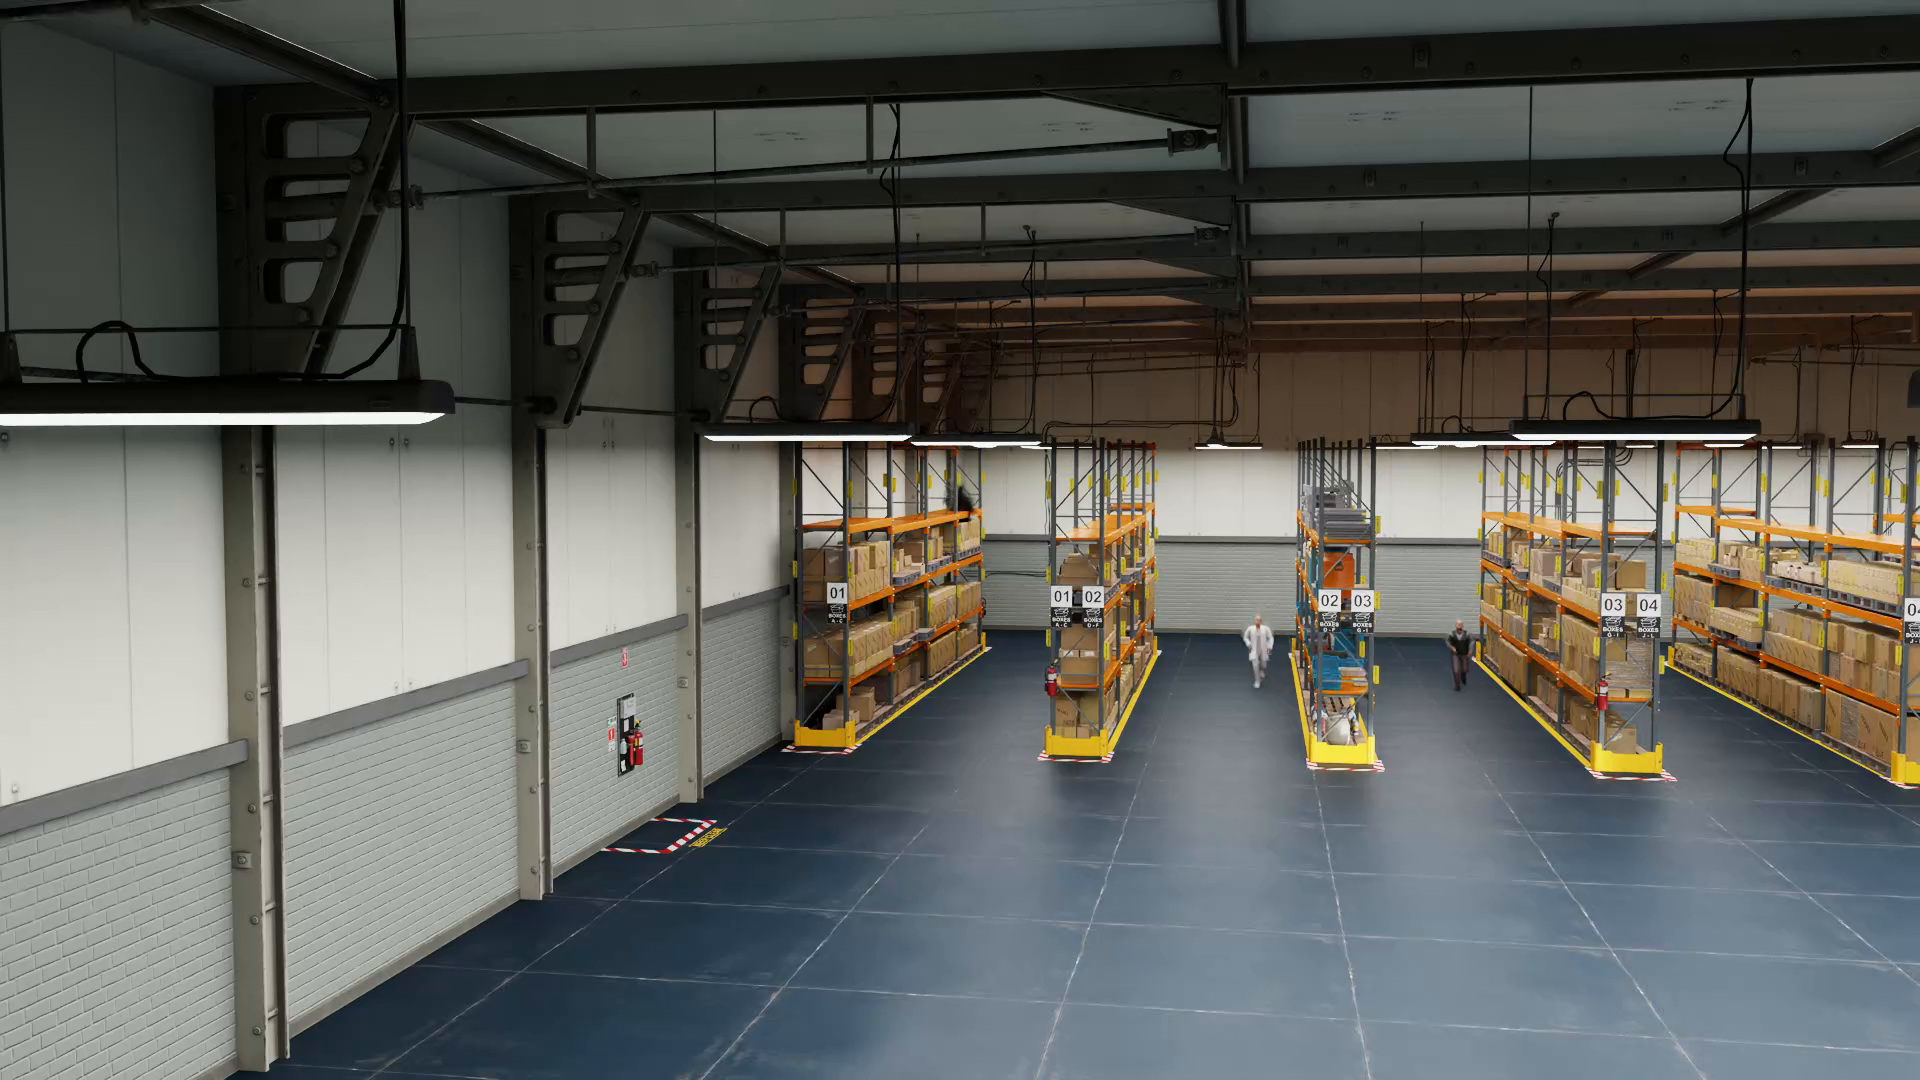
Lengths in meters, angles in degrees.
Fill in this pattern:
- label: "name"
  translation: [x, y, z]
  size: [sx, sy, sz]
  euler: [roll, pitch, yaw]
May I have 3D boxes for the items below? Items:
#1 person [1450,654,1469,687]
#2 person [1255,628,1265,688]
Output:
- label: "person"
  translation: [11.989, 3.141, 39.924]
  size: [0.418, 0.820, 0.501]
  euler: [1, 3, 13]
- label: "person"
  translation: [7.348, 2.835, 40.713]
  size: [0.310, 1.494, 0.716]
  euler: [0, 3, 5]
